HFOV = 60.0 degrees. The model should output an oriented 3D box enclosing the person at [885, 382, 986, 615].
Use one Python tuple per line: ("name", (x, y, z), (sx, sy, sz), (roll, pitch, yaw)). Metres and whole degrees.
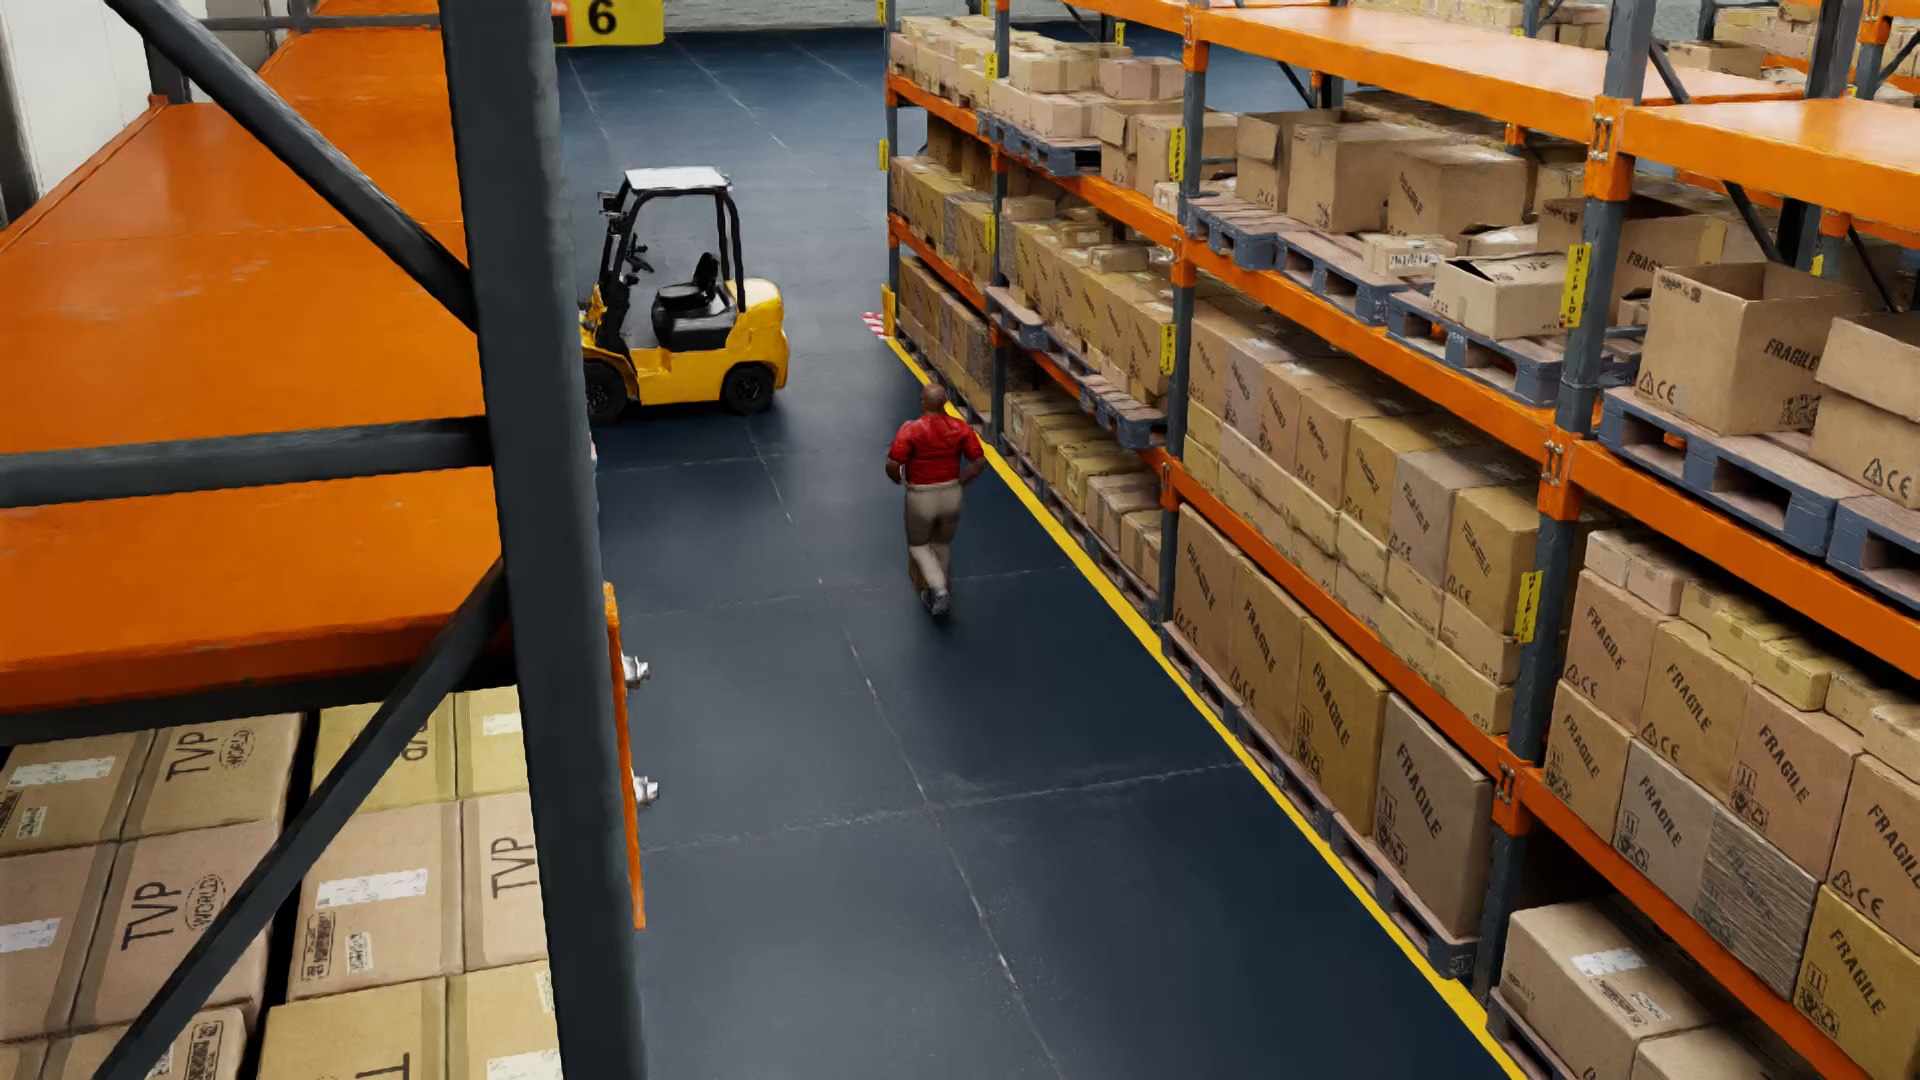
("person", (-0.187, -0.266, 11.351), (0.678, 1.693, 0.638), (-5, 23, -12))
